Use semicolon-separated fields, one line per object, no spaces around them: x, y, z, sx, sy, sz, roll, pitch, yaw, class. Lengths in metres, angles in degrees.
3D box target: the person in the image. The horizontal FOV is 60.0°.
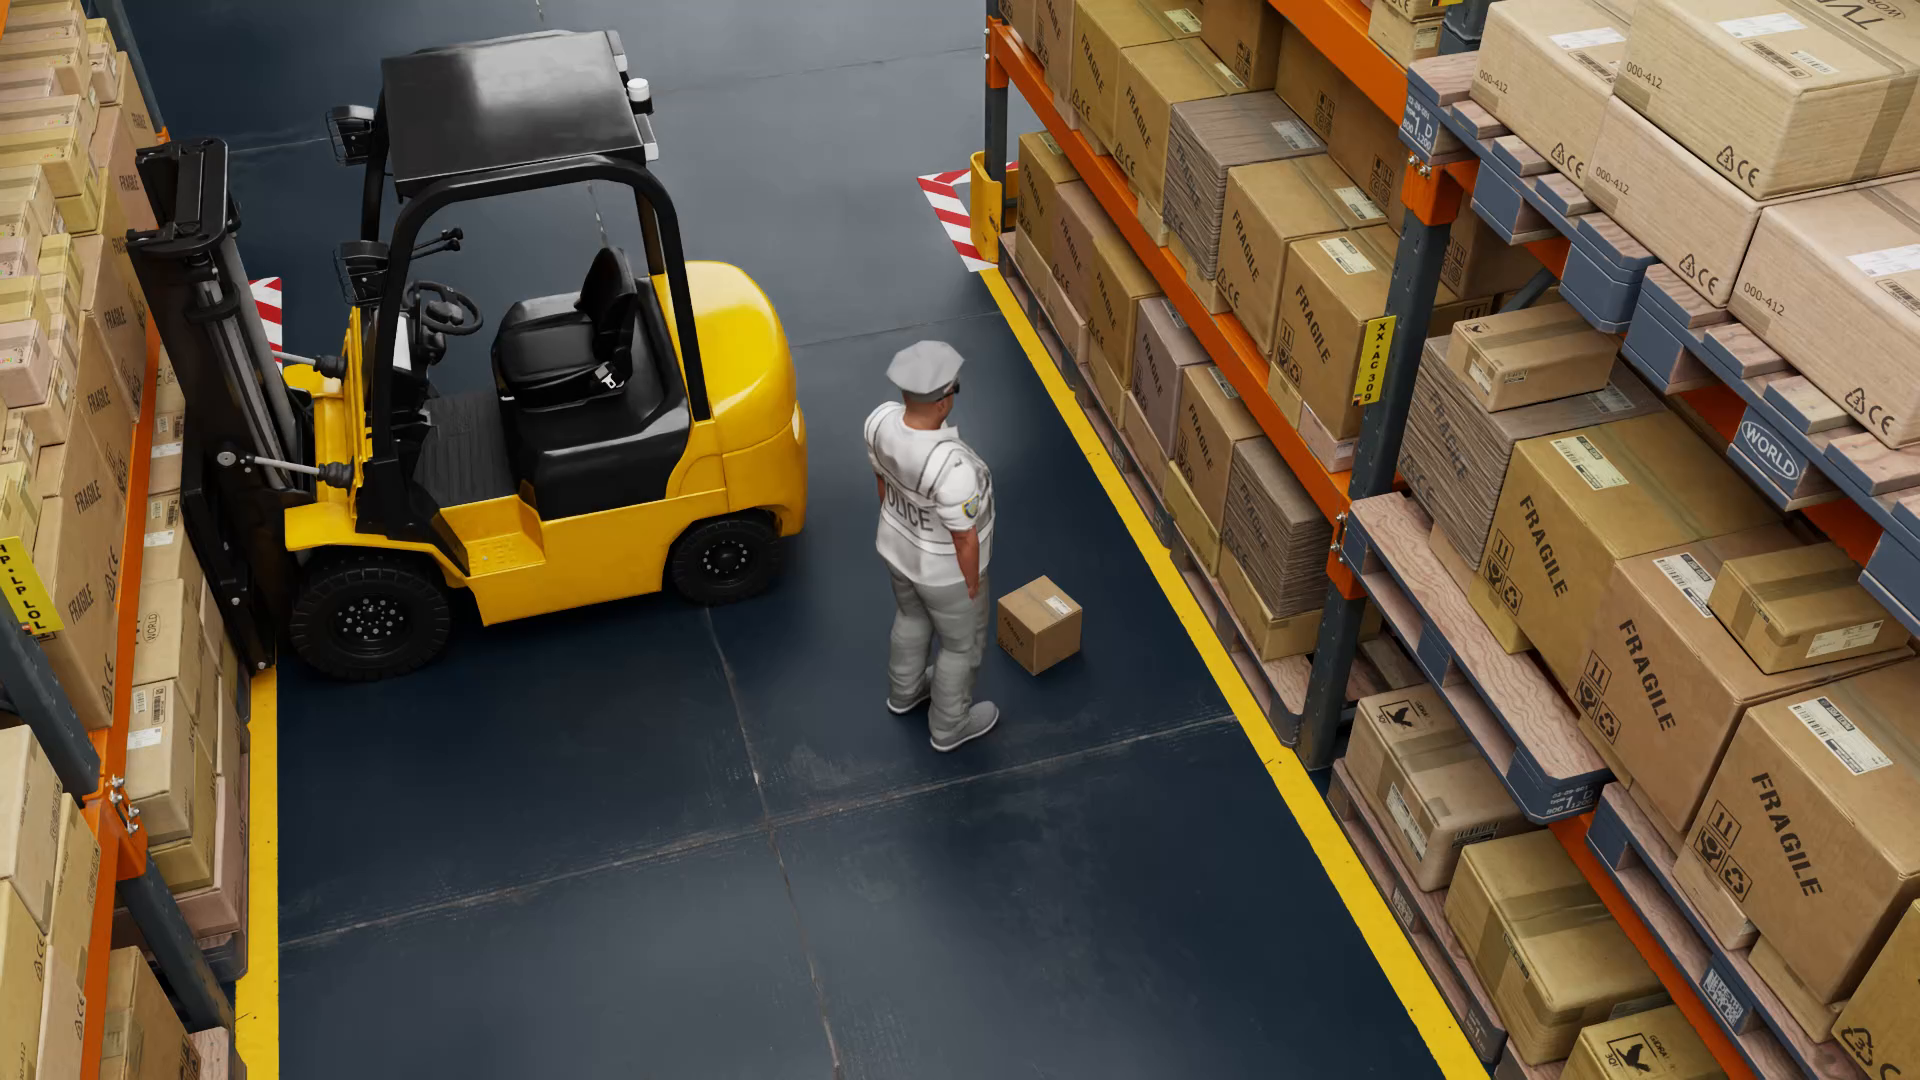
-0.091;0.034;6.122;0.393;1.748;0.528;-30;50;-29;person
